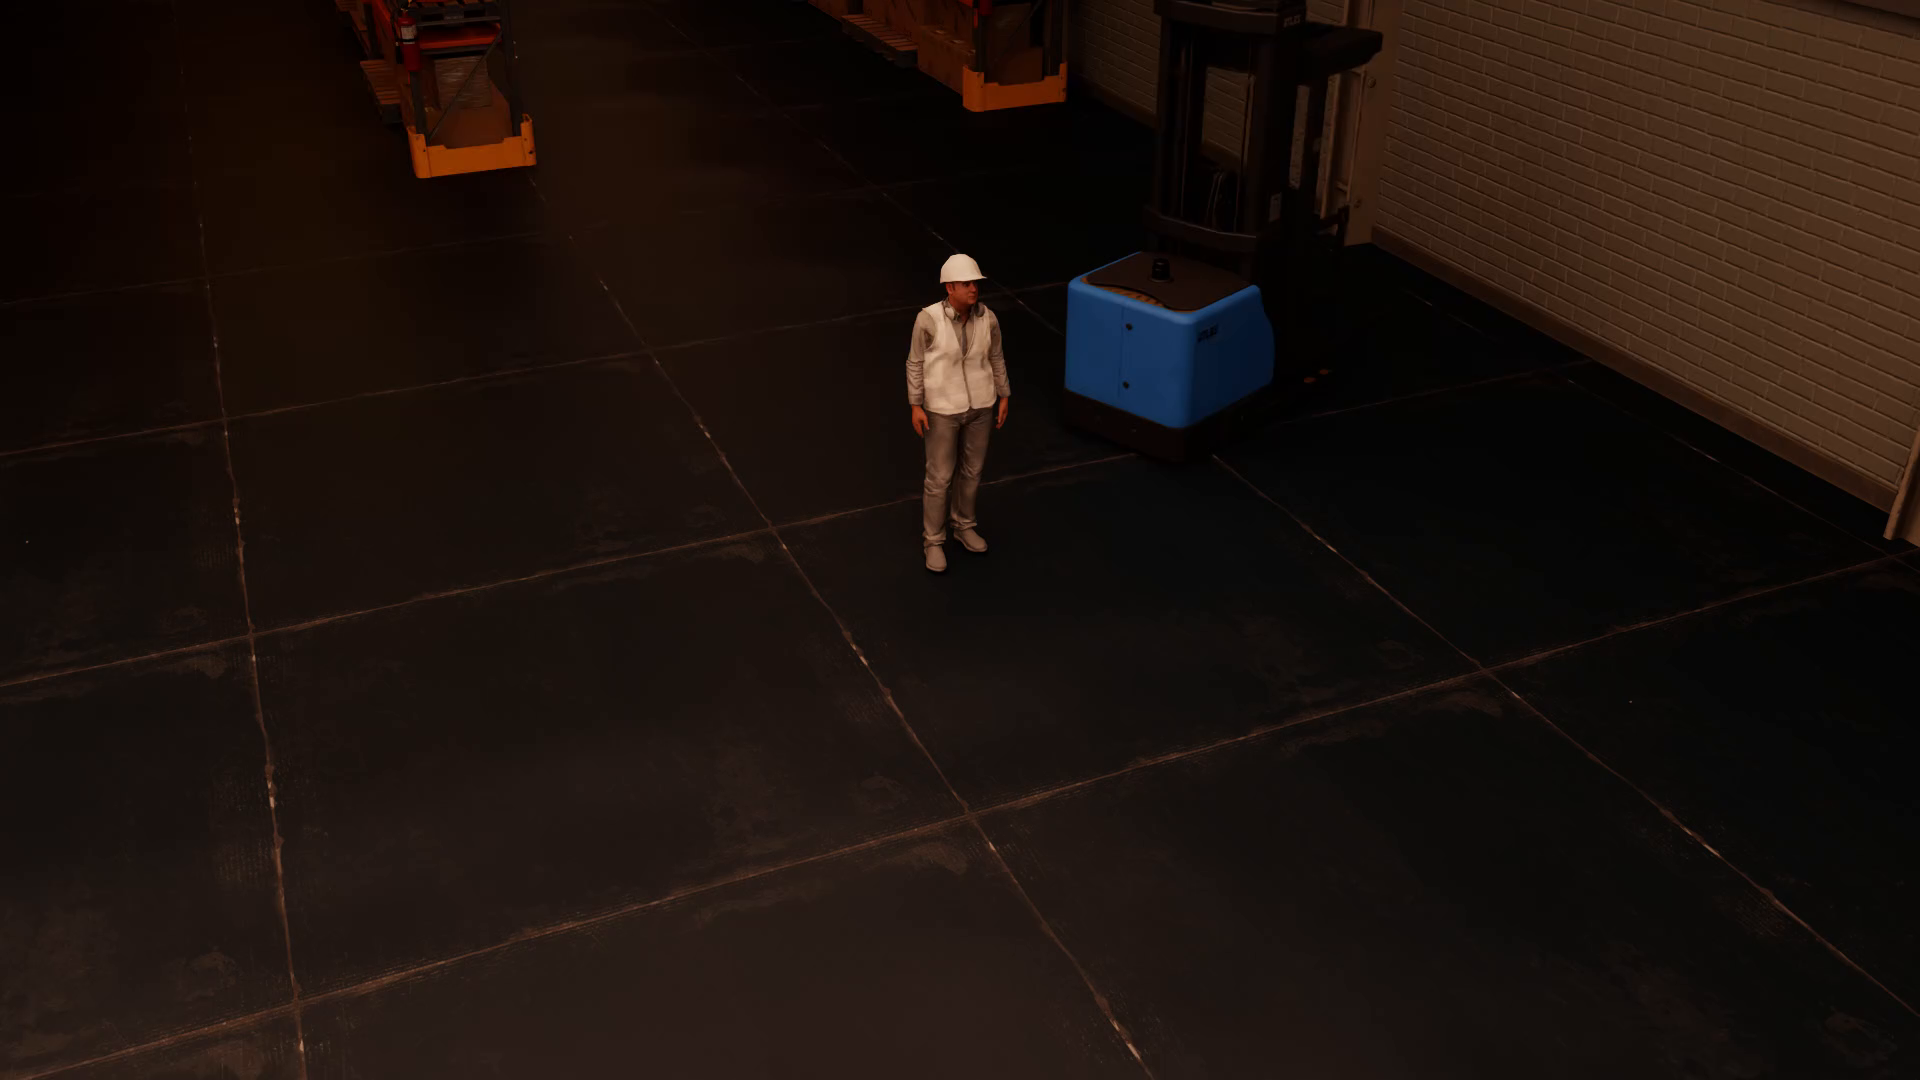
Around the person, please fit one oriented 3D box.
[{"bbox_3d":[0.019,-0.746,9.576,0.634,1.775,0.566,-12,32,-20],"label":"person"}]

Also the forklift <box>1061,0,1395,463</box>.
[{"bbox_3d":[2.060,-2.418,11.349,1.130,2.935,3.031,25,38,36],"label":"forklift"}]
